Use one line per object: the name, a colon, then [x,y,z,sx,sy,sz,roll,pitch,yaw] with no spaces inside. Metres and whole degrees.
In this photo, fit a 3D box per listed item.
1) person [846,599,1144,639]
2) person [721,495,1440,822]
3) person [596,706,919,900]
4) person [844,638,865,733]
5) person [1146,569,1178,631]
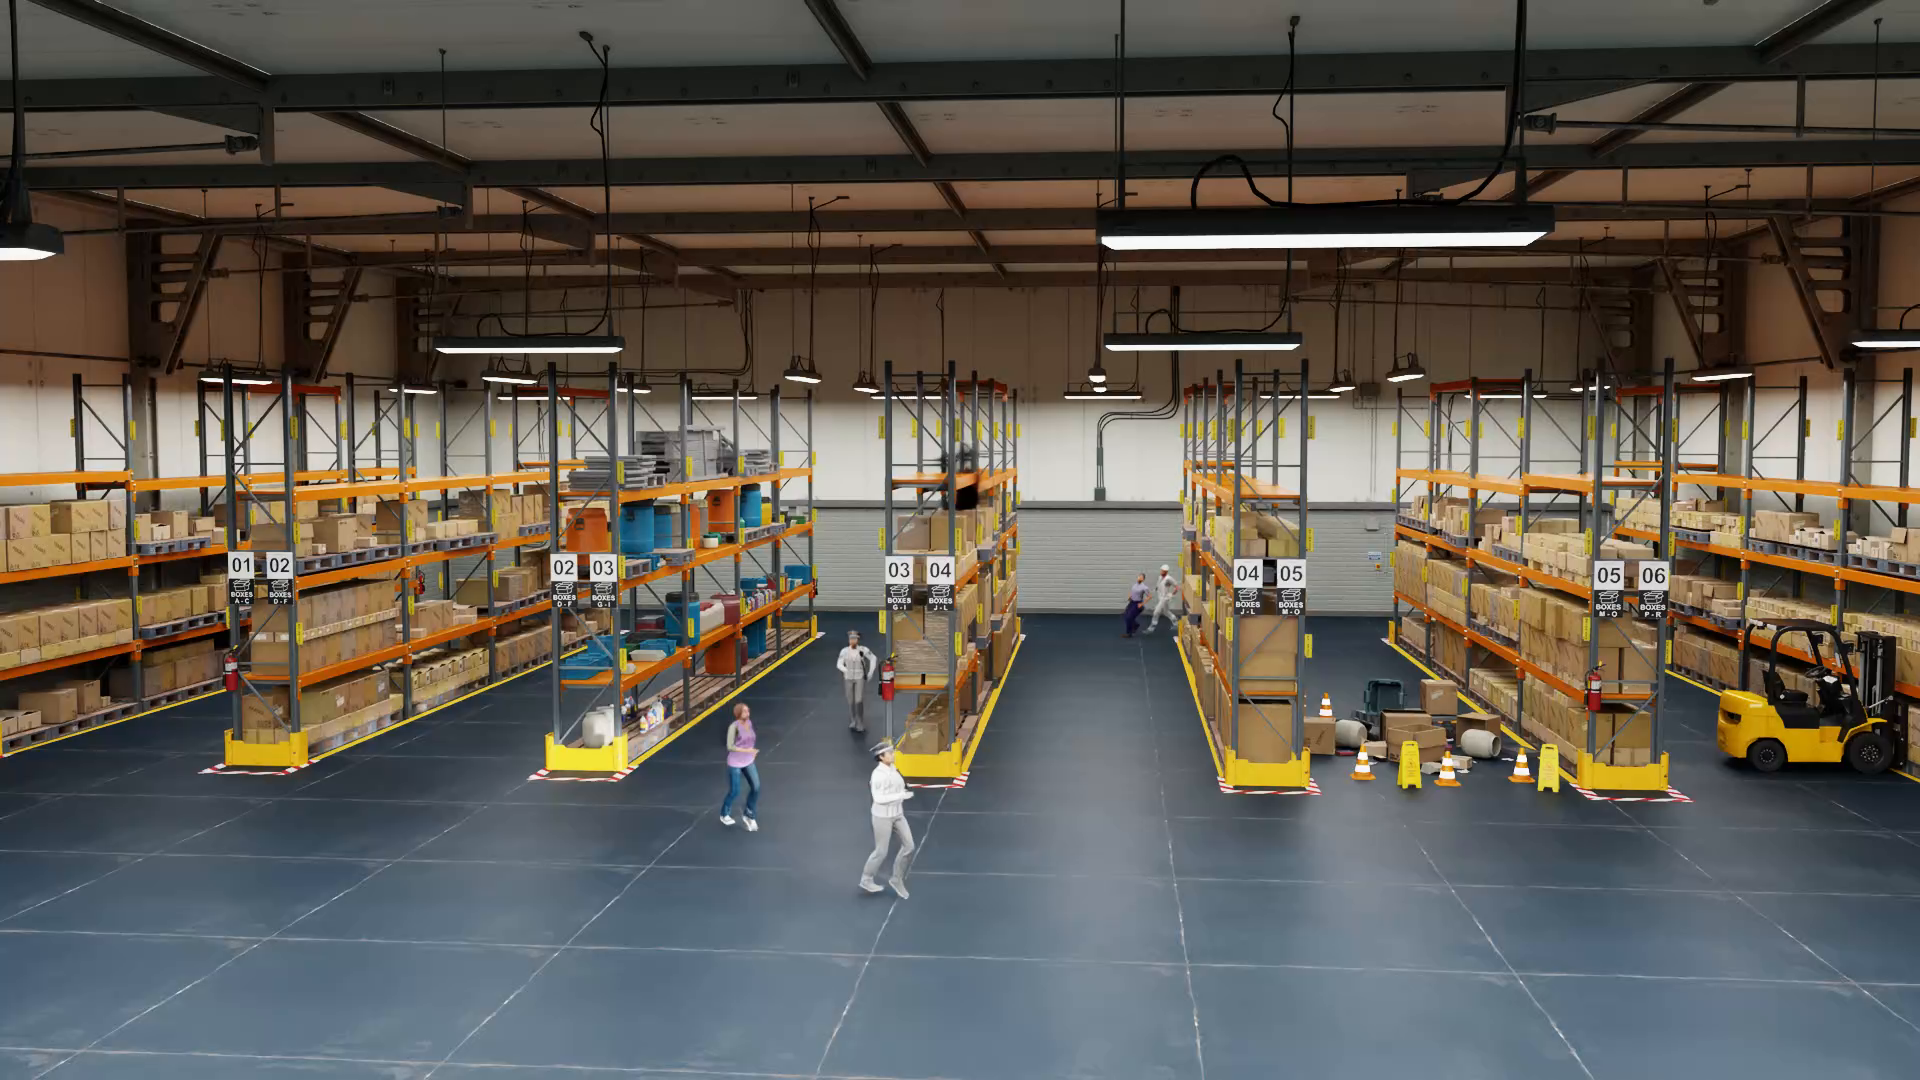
person: [1.207,1.917,33.943,12.044,1.696,8.021,-2,4,-31]
person: [2.470,1.190,30.049,4.300,3.434,21.607,3,5,38]
person: [-3.105,2.852,21.756,8.540,1.491,5.278,2,4,29]
person: [-1.751,2.379,27.683,0.348,1.690,0.604,0,4,6]
person: [5.048,1.453,40.708,0.835,1.621,0.681,-1,4,-17]
